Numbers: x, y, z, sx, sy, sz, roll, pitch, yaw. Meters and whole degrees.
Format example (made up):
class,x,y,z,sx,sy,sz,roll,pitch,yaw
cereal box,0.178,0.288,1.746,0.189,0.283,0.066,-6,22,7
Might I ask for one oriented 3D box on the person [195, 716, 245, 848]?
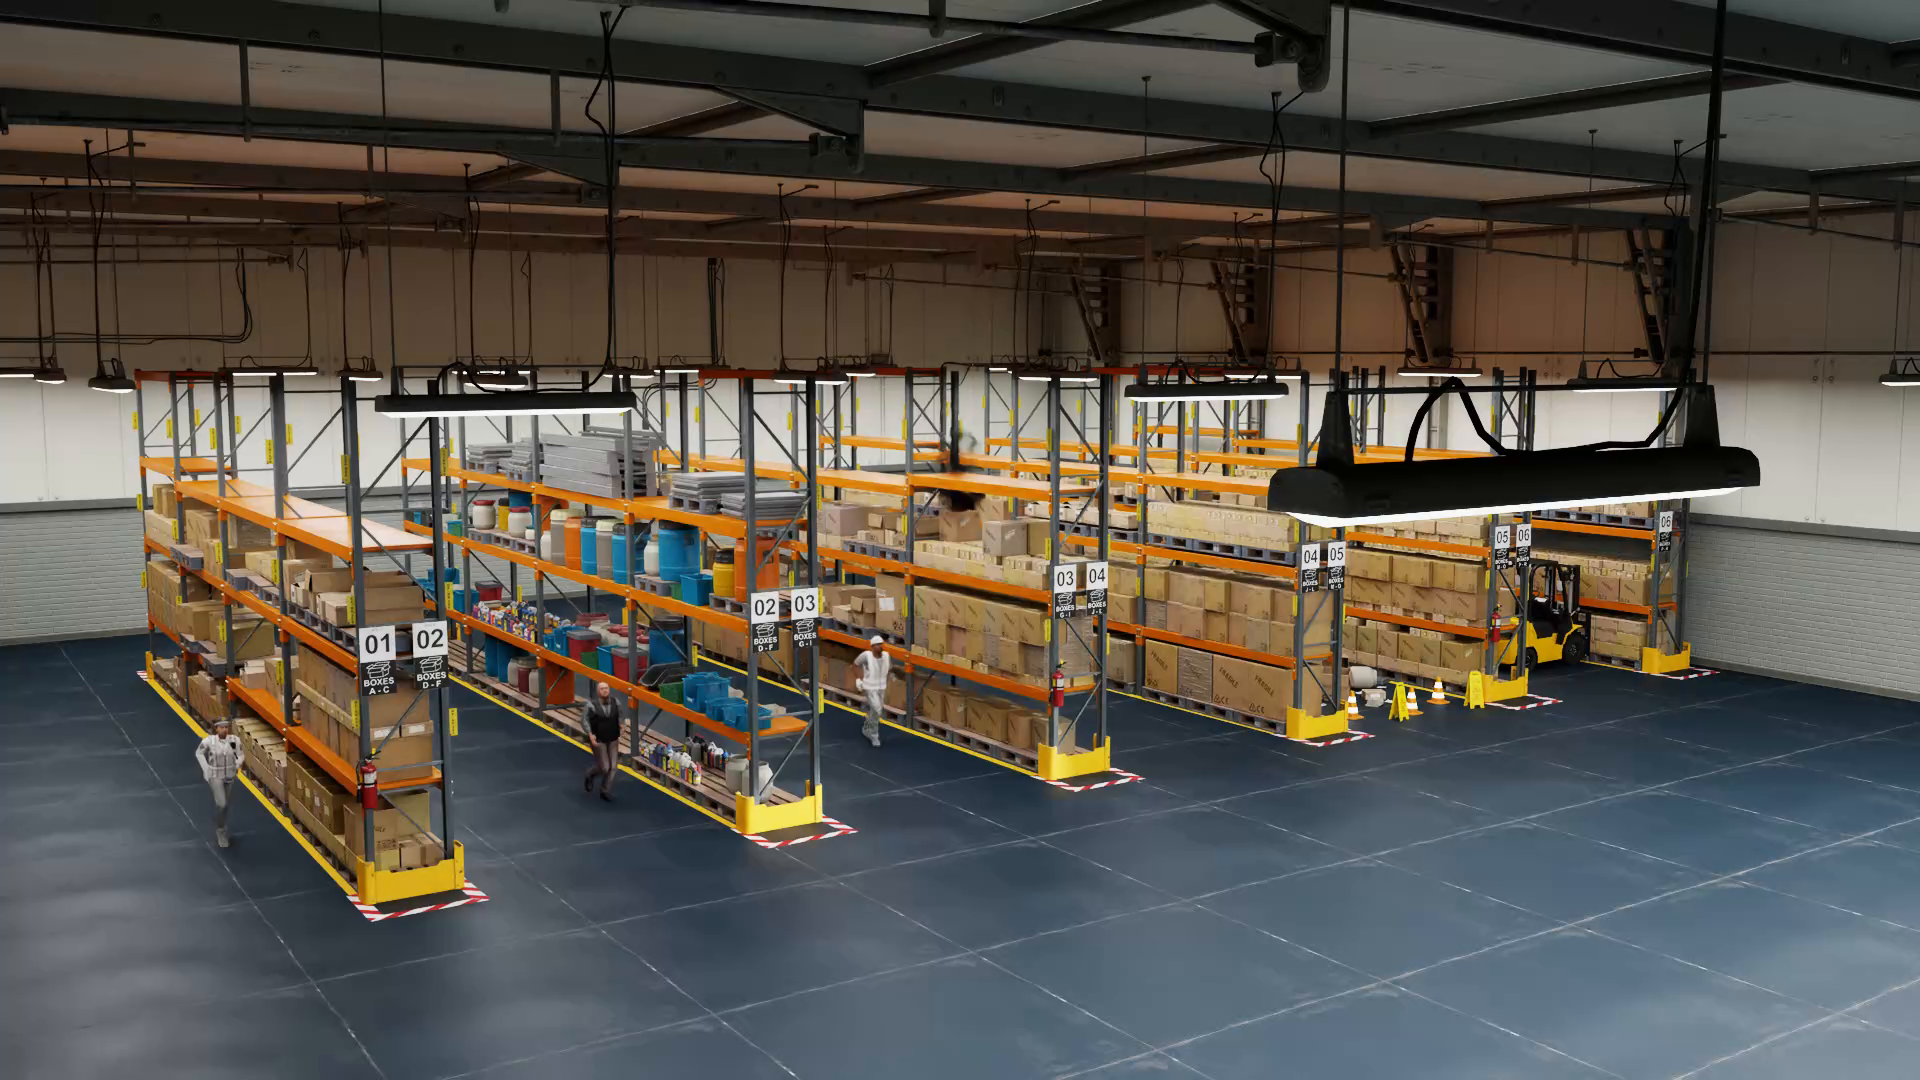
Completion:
class,x,y,z,sx,sy,sz,roll,pitch,yaw
person,-9.513,3.092,21.469,0.524,1.726,0.810,-6,9,-44

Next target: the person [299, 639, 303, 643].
class,x,y,z,sx,sy,sz,roll,pitch,yaw
person,-12.488,1.905,31.863,0.602,1.680,0.899,-6,9,-42

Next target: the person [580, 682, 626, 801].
class,x,y,z,sx,sy,sz,roll,pitch,yaw
person,-5.034,2.844,23.587,0.656,1.696,0.627,-5,8,-35

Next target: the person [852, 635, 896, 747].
class,x,y,z,sx,sy,sz,roll,pitch,yaw
person,-1.369,2.432,26.919,0.593,1.812,0.868,-5,8,-39
